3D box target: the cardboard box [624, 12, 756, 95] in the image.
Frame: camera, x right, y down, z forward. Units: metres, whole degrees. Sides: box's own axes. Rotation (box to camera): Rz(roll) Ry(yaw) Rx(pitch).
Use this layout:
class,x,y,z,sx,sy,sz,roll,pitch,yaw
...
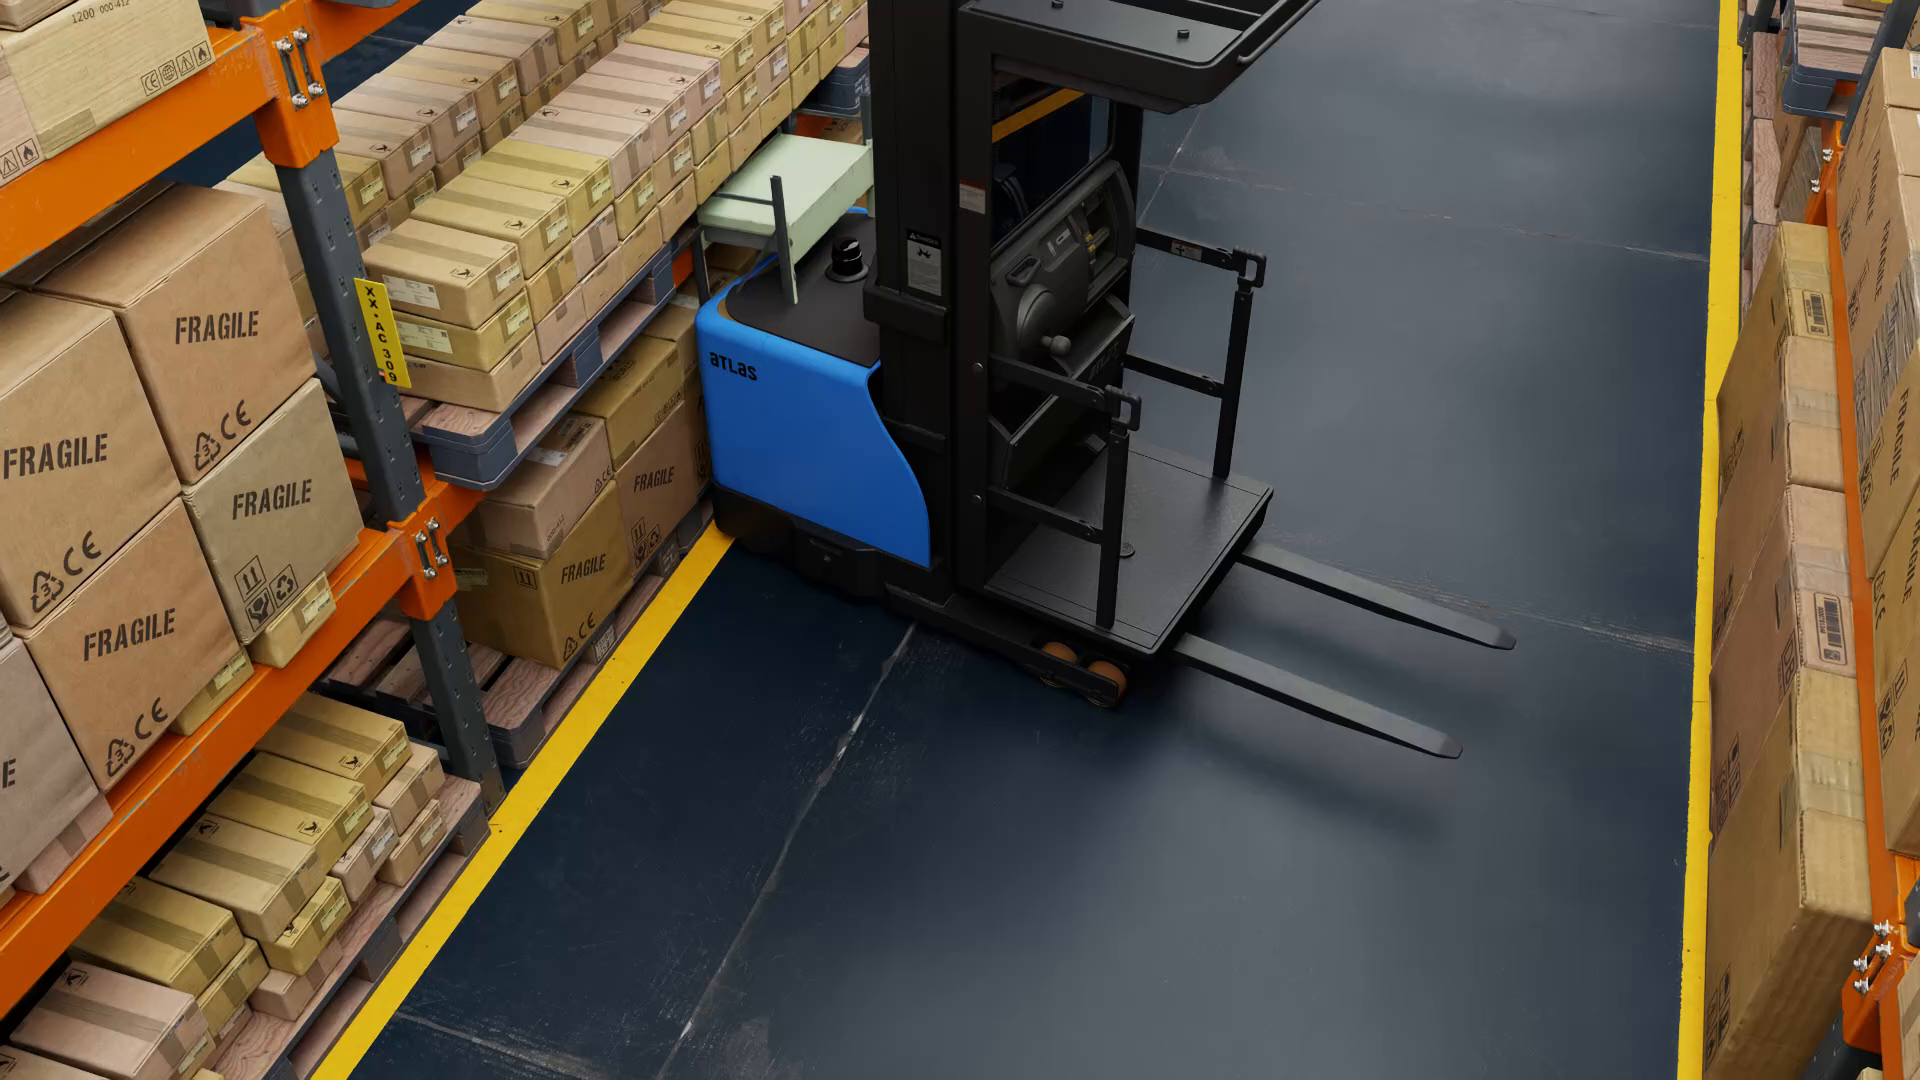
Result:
class,x,y,z,sx,sy,sz,roll,pitch,yaw
cardboard box,-0.949,-1.716,5.862,0.380,0.149,0.250,15,43,16

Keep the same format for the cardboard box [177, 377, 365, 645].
class,x,y,z,sx,sy,sz,roll,pitch,yaw
cardboard box,-1.946,-0.126,4.281,0.500,0.500,0.500,13,42,15

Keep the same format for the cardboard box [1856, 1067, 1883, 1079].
class,x,y,z,sx,sy,sz,roll,pitch,yaw
cardboard box,2.279,1.863,3.569,0.875,0.875,0.875,13,42,15

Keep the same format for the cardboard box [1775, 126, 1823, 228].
class,x,y,z,sx,sy,sz,roll,pitch,yaw
cardboard box,4.336,-1.581,7.879,0.700,0.500,0.500,10,41,12

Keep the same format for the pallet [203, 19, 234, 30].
class,x,y,z,sx,sy,sz,roll,pitch,yaw
pallet,-5.096,-3.225,10.368,1.003,0.211,1.213,13,42,15

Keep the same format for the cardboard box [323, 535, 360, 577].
class,x,y,z,sx,sy,sz,roll,pitch,yaw
cardboard box,-1.924,-0.011,4.646,0.380,0.149,0.250,13,42,15

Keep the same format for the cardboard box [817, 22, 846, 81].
class,x,y,z,sx,sy,sz,roll,pitch,yaw
cardboard box,-0.678,-1.975,6.623,0.380,0.149,0.250,13,42,15

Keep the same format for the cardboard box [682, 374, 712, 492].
class,x,y,z,sx,sy,sz,roll,pitch,yaw
cardboard box,-1.199,-0.579,6.720,0.500,0.500,0.500,14,42,16

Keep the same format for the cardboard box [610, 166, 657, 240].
class,x,y,z,sx,sy,sz,roll,pitch,yaw
cardboard box,-1.216,-1.123,5.396,0.380,0.149,0.250,12,42,13

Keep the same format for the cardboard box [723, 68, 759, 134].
class,x,y,z,sx,sy,sz,roll,pitch,yaw
cardboard box,-0.946,-1.603,5.958,0.380,0.149,0.250,12,42,14

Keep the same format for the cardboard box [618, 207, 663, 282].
class,x,y,z,sx,sy,sz,roll,pitch,yaw
cardboard box,-1.214,-1.010,5.493,0.380,0.149,0.250,14,42,16

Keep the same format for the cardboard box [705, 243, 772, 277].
class,x,y,z,sx,sy,sz,roll,pitch,yaw
cardboard box,-1.017,-1.174,6.840,0.500,0.250,0.500,14,42,16

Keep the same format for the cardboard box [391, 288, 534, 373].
class,x,y,z,sx,sy,sz,roll,pitch,yaw
cardboard box,-1.479,-0.649,4.840,0.380,0.149,0.250,14,42,16

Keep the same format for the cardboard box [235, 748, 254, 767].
class,x,y,z,sx,sy,sz,roll,pitch,yaw
cardboard box,-2.359,0.530,5.233,0.380,0.149,0.250,15,43,17

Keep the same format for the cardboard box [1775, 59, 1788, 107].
class,x,y,z,sx,sy,sz,roll,pitch,yaw
cardboard box,4.905,-2.610,9.085,0.700,0.500,0.500,13,42,15

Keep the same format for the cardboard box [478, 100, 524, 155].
class,x,y,z,sx,sy,sz,roll,pitch,yaw
cardboard box,-1.740,-1.435,5.761,0.380,0.149,0.250,11,42,13

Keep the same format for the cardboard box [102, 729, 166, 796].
class,x,y,z,sx,sy,sz,roll,pitch,yaw
cardboard box,-2.210,0.462,4.091,0.380,0.149,0.250,12,42,14

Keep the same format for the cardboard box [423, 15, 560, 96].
class,x,y,z,sx,sy,sz,roll,pitch,yaw
cardboard box,-1.646,-1.706,5.851,0.380,0.149,0.250,11,42,13

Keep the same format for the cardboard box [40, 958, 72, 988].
class,x,y,z,sx,sy,sz,roll,pitch,yaw
cardboard box,-2.618,1.124,4.766,0.380,0.149,0.250,11,42,13

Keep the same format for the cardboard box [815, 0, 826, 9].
class,x,y,z,sx,sy,sz,roll,pitch,yaw
cardboard box,-0.681,-2.186,6.413,0.380,0.149,0.250,15,43,16

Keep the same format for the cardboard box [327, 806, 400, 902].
class,x,y,z,sx,sy,sz,roll,pitch,yaw
cardboard box,-1.936,0.909,5.017,0.380,0.149,0.250,11,42,13

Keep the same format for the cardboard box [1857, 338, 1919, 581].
class,x,y,z,sx,sy,sz,roll,pitch,yaw
cardboard box,2.831,-0.175,4.567,0.500,0.500,0.500,13,42,15

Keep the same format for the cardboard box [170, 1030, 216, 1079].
class,x,y,z,sx,sy,sz,roll,pitch,yaw
cardboard box,-2.258,1.367,4.480,0.380,0.149,0.250,14,43,16

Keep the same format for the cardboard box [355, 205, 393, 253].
class,x,y,z,sx,sy,sz,roll,pitch,yaw
cardboard box,-2.007,-0.958,5.202,0.380,0.149,0.250,14,42,15

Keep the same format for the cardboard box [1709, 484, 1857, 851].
class,x,y,z,sx,sy,sz,roll,pitch,yaw
cardboard box,3.085,0.538,5.122,1.225,0.875,0.875,12,42,14

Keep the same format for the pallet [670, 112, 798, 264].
class,x,y,z,sx,sy,sz,roll,pitch,yaw
pallet,-1.317,-1.483,6.325,1.003,0.211,1.213,13,42,15

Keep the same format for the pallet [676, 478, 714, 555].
class,x,y,z,sx,sy,sz,roll,pitch,yaw
pallet,-1.366,-0.494,7.166,1.003,0.211,1.213,13,42,15

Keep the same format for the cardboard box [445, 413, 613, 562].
class,x,y,z,sx,sy,sz,roll,pitch,yaw
cardboard box,-1.545,-0.219,5.720,0.500,0.250,0.500,12,42,13

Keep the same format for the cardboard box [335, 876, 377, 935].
class,x,y,z,sx,sy,sz,roll,pitch,yaw
cardboard box,-2.028,1.047,5.085,0.380,0.149,0.250,14,43,16

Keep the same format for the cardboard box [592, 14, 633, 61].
class,x,y,z,sx,sy,sz,roll,pitch,yaw
cardboard box,-1.471,-1.914,6.323,0.380,0.149,0.250,13,42,15

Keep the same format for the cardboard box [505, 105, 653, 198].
class,x,y,z,sx,sy,sz,roll,pitch,yaw
cardboard box,-1.212,-1.241,5.305,0.380,0.149,0.250,13,42,15

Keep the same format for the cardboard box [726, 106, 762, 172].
class,x,y,z,sx,sy,sz,roll,pitch,yaw
cardboard box,-0.949,-1.486,6.051,0.380,0.149,0.250,11,42,13

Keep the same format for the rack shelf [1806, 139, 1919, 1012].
class,x,y,z,sx,sy,sz,roll,pitch,yaw
rack shelf,3.264,-0.117,5.130,1.077,0.370,4.000,13,42,15

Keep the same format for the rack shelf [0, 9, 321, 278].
class,x,y,z,sx,sy,sz,roll,pitch,yaw
rack shelf,-2.730,0.019,2.659,1.077,0.370,4.000,13,42,15

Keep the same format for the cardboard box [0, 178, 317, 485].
class,x,y,z,sx,sy,sz,roll,pitch,yaw
cardboard box,-1.953,-0.518,3.969,0.500,0.500,0.500,12,42,14

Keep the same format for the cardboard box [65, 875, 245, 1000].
class,x,y,z,sx,sy,sz,roll,pitch,yaw
cardboard box,-2.214,1.099,4.565,0.380,0.149,0.250,15,43,16

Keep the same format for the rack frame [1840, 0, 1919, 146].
class,x,y,z,sx,sy,sz,roll,pitch,yaw
rack frame,3.948,-1.610,6.326,1.000,3.000,0.127,13,42,15

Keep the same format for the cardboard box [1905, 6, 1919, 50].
class,x,y,z,sx,sy,sz,roll,pitch,yaw
cardboard box,4.095,-2.146,6.554,0.500,0.500,0.500,8,41,10

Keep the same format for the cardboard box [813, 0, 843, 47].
class,x,y,z,sx,sy,sz,roll,pitch,yaw
cardboard box,-0.683,-2.071,6.507,0.380,0.149,0.250,13,42,15

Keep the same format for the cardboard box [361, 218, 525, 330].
class,x,y,z,sx,sy,sz,roll,pitch,yaw
cardboard box,-1.479,-0.762,4.743,0.380,0.149,0.250,15,43,17

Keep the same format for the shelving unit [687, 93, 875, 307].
class,x,y,z,sx,sy,sz,roll,pitch,yaw
shelving unit,-0.642,-0.923,6.549,0.431,1.500,0.755,13,41,19

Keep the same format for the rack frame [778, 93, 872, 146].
class,x,y,z,sx,sy,sz,roll,pitch,yaw
rack frame,-0.502,-1.136,6.811,0.400,1.500,0.023,13,41,19

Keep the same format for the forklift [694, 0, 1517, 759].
class,x,y,z,sx,sy,sz,roll,pitch,yaw
forklift,0.536,-0.906,5.554,3.031,2.935,1.130,21,45,23

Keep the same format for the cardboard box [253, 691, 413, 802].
class,x,y,z,sx,sy,sz,roll,pitch,yaw
cardboard box,-1.923,0.640,5.103,0.380,0.149,0.250,14,43,16

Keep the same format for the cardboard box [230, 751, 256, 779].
class,x,y,z,sx,sy,sz,roll,pitch,yaw
cardboard box,-2.471,0.629,5.346,0.380,0.149,0.250,15,43,17

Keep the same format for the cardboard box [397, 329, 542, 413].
class,x,y,z,sx,sy,sz,roll,pitch,yaw
cardboard box,-1.479,-0.535,4.936,0.380,0.149,0.250,11,42,13

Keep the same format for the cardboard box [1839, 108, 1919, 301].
class,x,y,z,sx,sy,sz,roll,pitch,yaw
cardboard box,3.352,-1.097,5.648,0.500,0.500,0.500,12,42,14

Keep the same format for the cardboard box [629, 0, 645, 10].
class,x,y,z,sx,sy,sz,roll,pitch,yaw
cardboard box,-1.378,-2.184,6.411,0.380,0.149,0.250,15,43,17

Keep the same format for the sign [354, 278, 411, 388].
class,x,y,z,sx,sy,sz,roll,pitch,yaw
sign,-1.534,-0.547,4.413,0.100,0.325,0.005,13,42,15

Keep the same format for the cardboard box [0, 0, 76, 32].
class,x,y,z,sx,sy,sz,roll,pitch,yaw
cardboard box,-1.965,-1.269,3.346,0.500,0.250,0.500,11,42,13

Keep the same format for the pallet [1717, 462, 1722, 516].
class,x,y,z,sx,sy,sz,roll,pitch,yaw
pallet,3.608,-0.085,6.687,1.003,0.211,1.213,13,42,15

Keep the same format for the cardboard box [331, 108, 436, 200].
class,x,y,z,sx,sy,sz,roll,pitch,yaw
cardboard box,-1.911,-1.233,5.296,0.380,0.149,0.250,12,42,14

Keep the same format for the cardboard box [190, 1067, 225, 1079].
class,x,y,z,sx,sy,sz,roll,pitch,yaw
cardboard box,-2.214,1.538,4.509,0.380,0.149,0.250,13,42,15

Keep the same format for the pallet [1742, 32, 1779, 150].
class,x,y,z,sx,sy,sz,roll,pitch,yaw
pallet,5.051,-2.514,9.534,1.003,0.211,1.213,13,42,15
